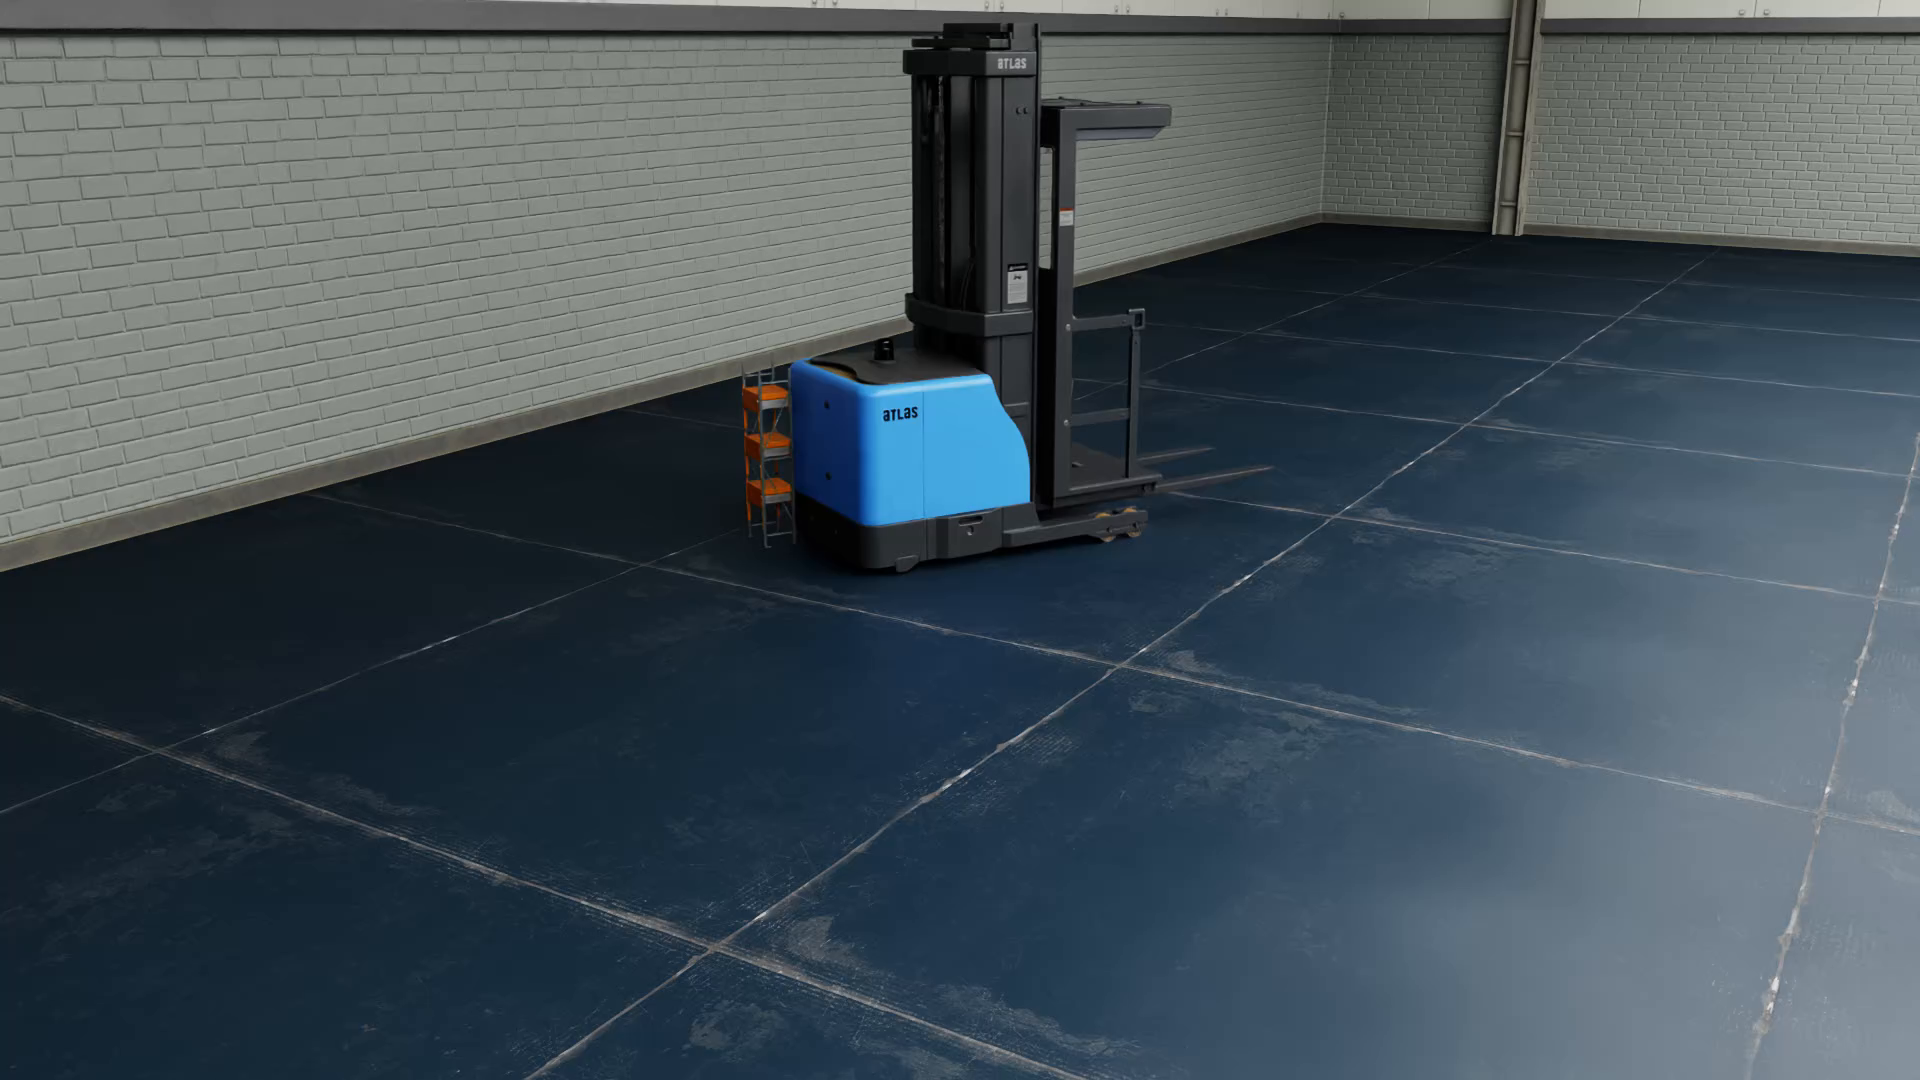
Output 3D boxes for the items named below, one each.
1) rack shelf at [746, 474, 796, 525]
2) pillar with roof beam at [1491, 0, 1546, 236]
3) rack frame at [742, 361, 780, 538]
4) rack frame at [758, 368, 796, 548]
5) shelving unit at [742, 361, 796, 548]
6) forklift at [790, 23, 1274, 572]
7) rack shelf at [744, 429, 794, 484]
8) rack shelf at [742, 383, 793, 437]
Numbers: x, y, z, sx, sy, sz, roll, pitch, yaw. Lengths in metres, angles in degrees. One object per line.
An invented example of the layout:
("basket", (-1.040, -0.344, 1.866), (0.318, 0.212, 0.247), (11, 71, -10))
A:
("rack shelf", (-1.116, -0.224, 9.804), (0.215, 0.259, 0.240), (-9, 19, -27))
("pillar with roof beam", (5.993, -7.848, 20.234), (0.400, 9.000, 9.100), (10, 20, 30))
("rack frame", (-1.175, -0.531, 9.823), (0.200, 1.050, 0.008), (-9, 19, -27))
("rack frame", (-1.058, -0.469, 9.618), (0.200, 1.050, 0.008), (-9, 19, -27))
("shelving unit", (-1.116, -0.500, 9.721), (0.215, 1.050, 0.252), (-9, 19, -27))
("forklift", (0.535, -1.517, 9.833), (3.031, 2.935, 1.130), (-10, 19, -29))
("rack shelf", (-1.116, -0.490, 9.724), (0.215, 0.259, 0.240), (-9, 19, -27))
("rack shelf", (-1.116, -0.761, 9.641), (0.215, 0.259, 0.240), (-9, 19, -27))
